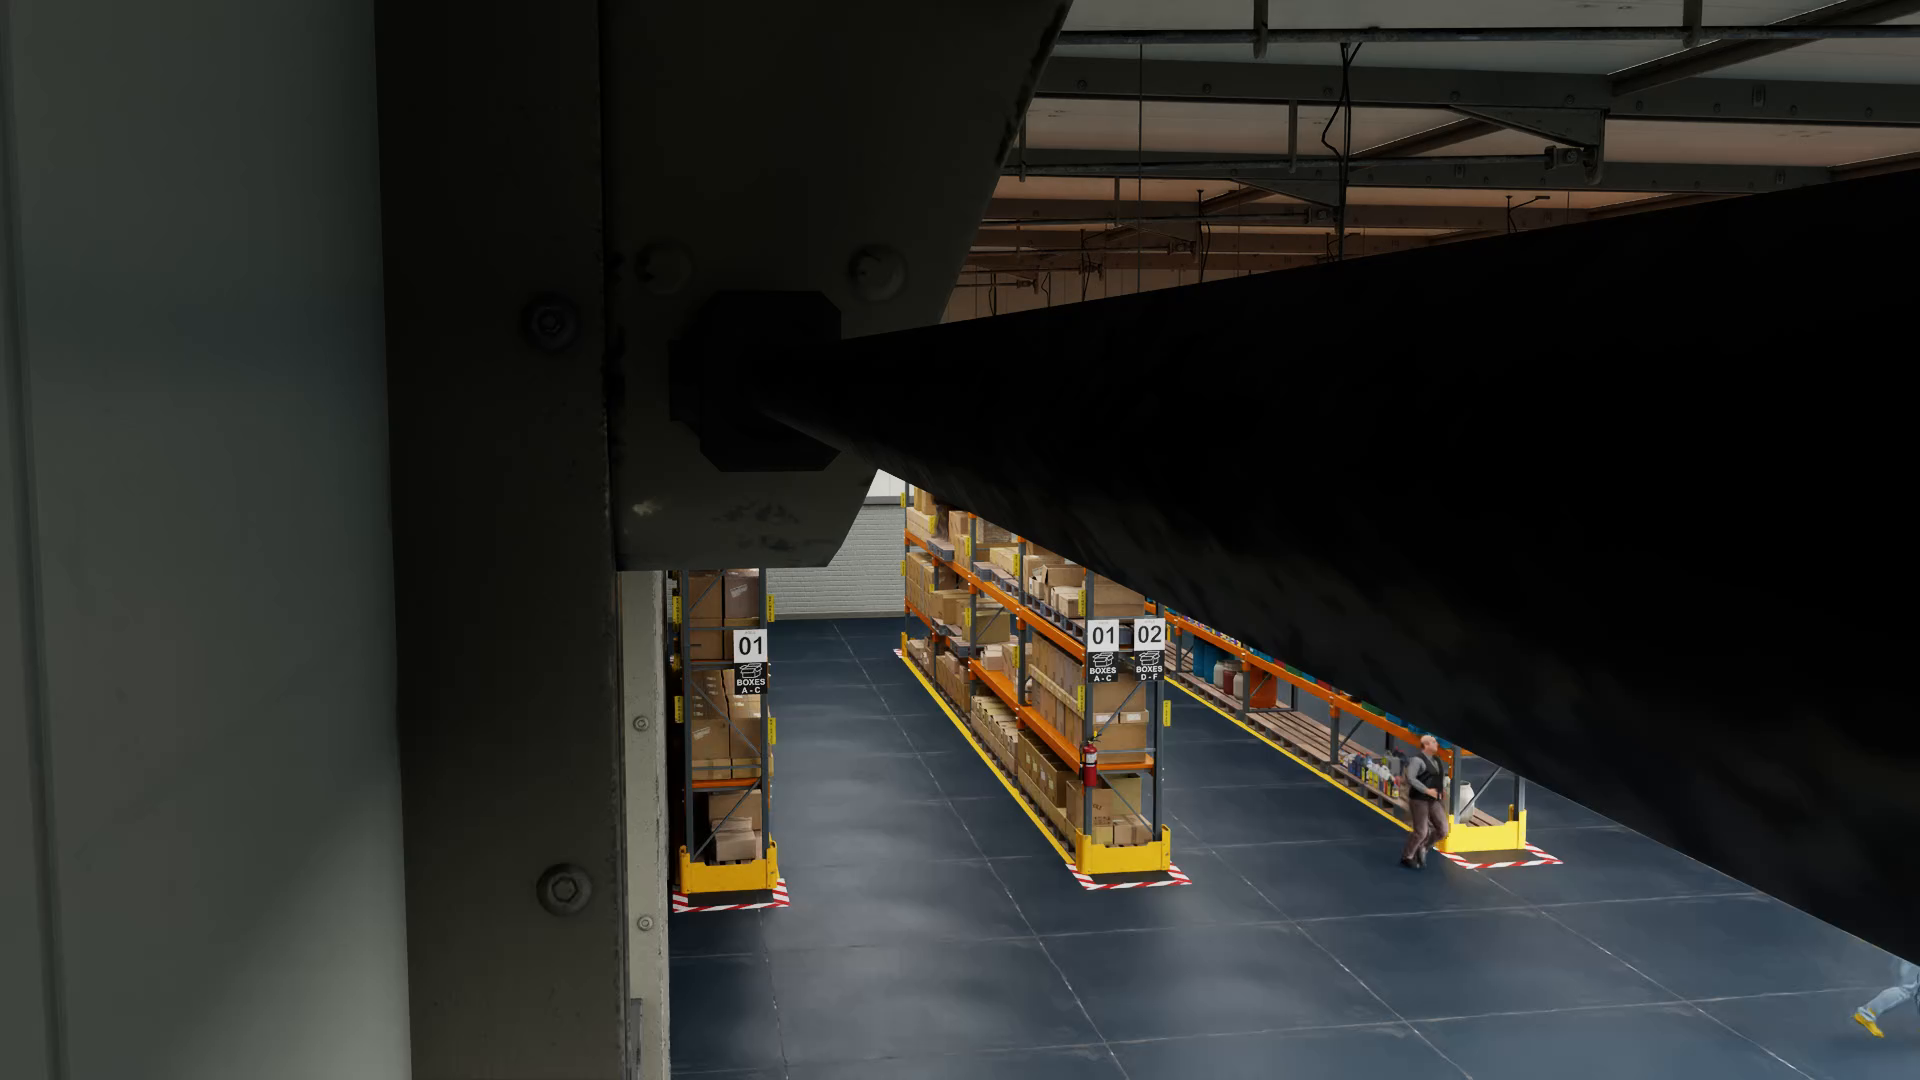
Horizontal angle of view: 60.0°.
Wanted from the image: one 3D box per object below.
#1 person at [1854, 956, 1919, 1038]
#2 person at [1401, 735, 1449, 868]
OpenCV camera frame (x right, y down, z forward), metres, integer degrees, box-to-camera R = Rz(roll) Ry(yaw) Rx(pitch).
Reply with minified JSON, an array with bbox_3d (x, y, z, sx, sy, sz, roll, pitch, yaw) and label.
[{"bbox_3d":[8.887,3.818,15.528,0.985,1.751,0.700,1,6,10],"label":"person"},{"bbox_3d":[5.941,3.309,21.059,0.715,1.676,0.574,-4,7,-37],"label":"person"}]
